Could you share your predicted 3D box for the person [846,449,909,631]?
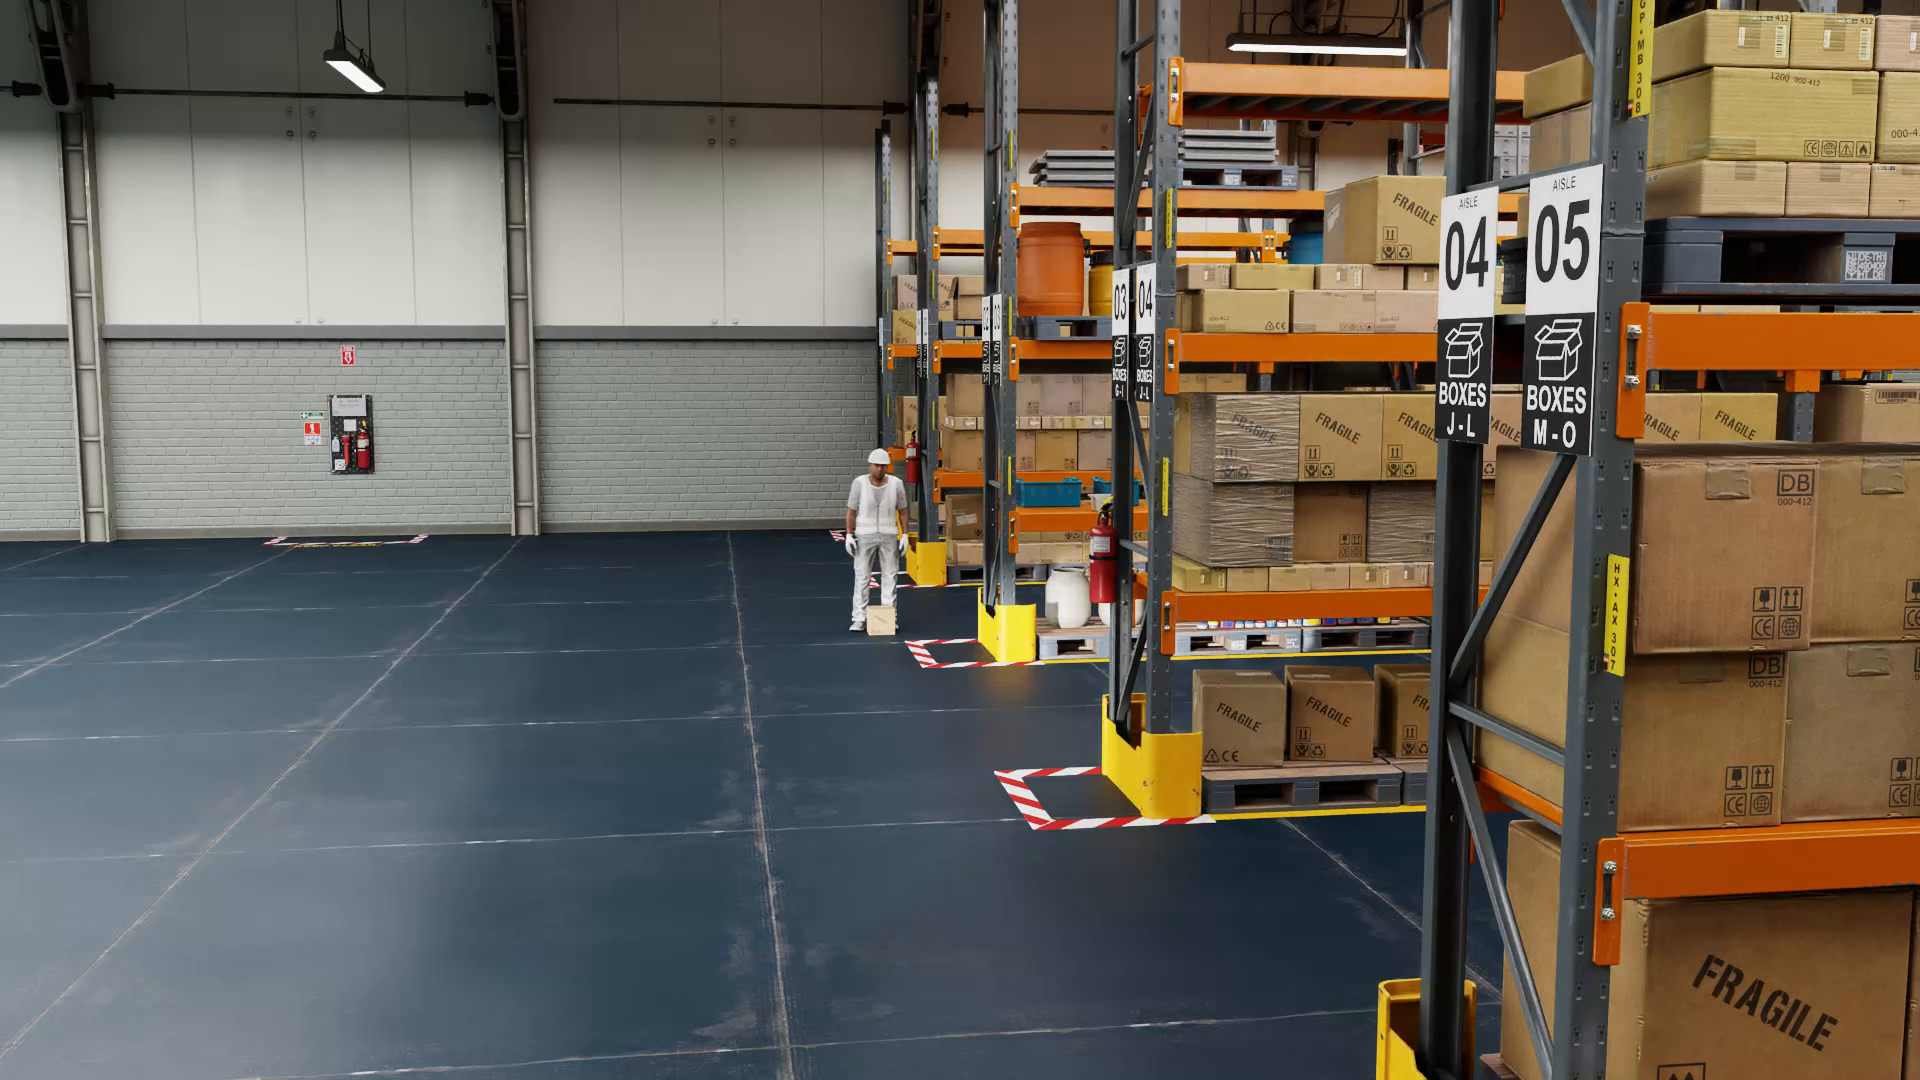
[{"bbox_3d":[-0.807,-0.006,16.213,0.617,1.775,0.446,-1,6,-6],"label":"person"}]
